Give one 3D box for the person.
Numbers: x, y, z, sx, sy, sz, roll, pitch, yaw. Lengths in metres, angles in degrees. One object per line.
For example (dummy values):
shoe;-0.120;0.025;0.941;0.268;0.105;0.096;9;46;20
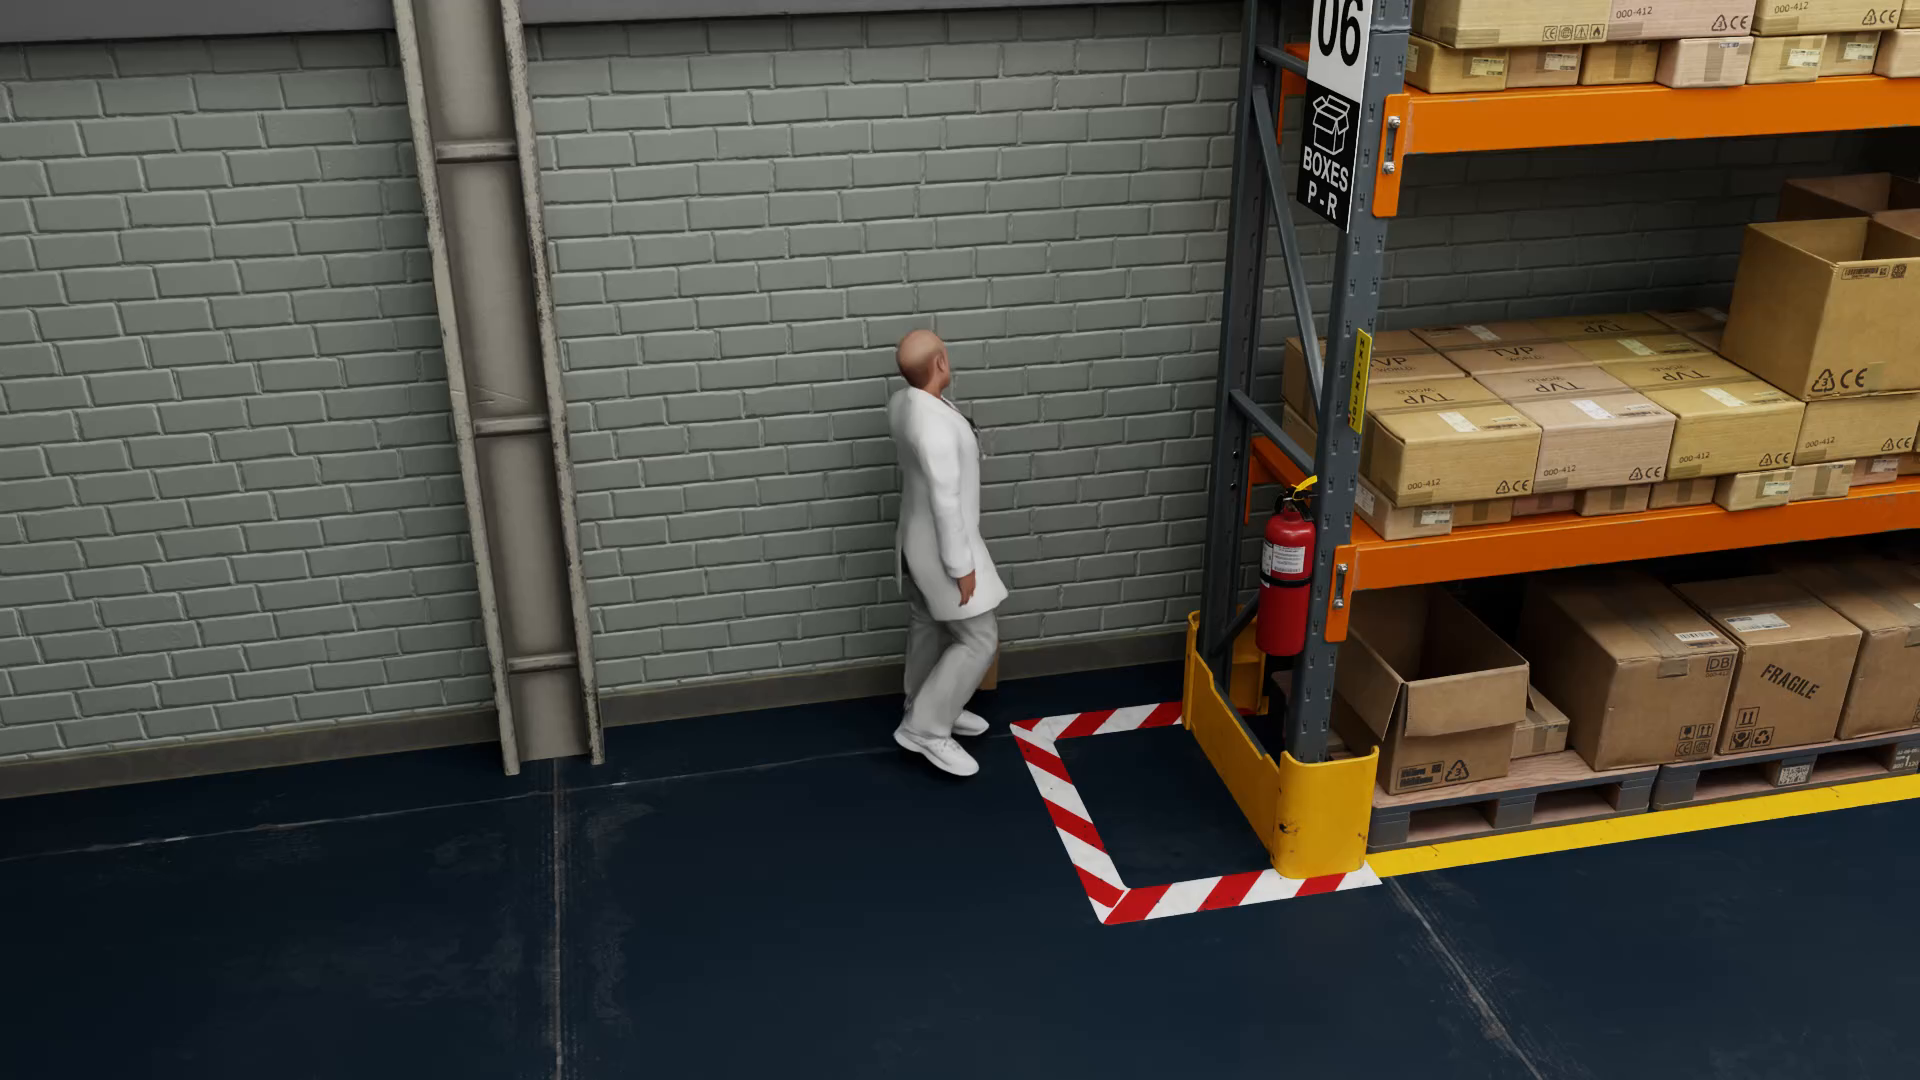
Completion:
person;-0.072;0.040;6.531;0.469;1.769;0.675;-6;27;-13
